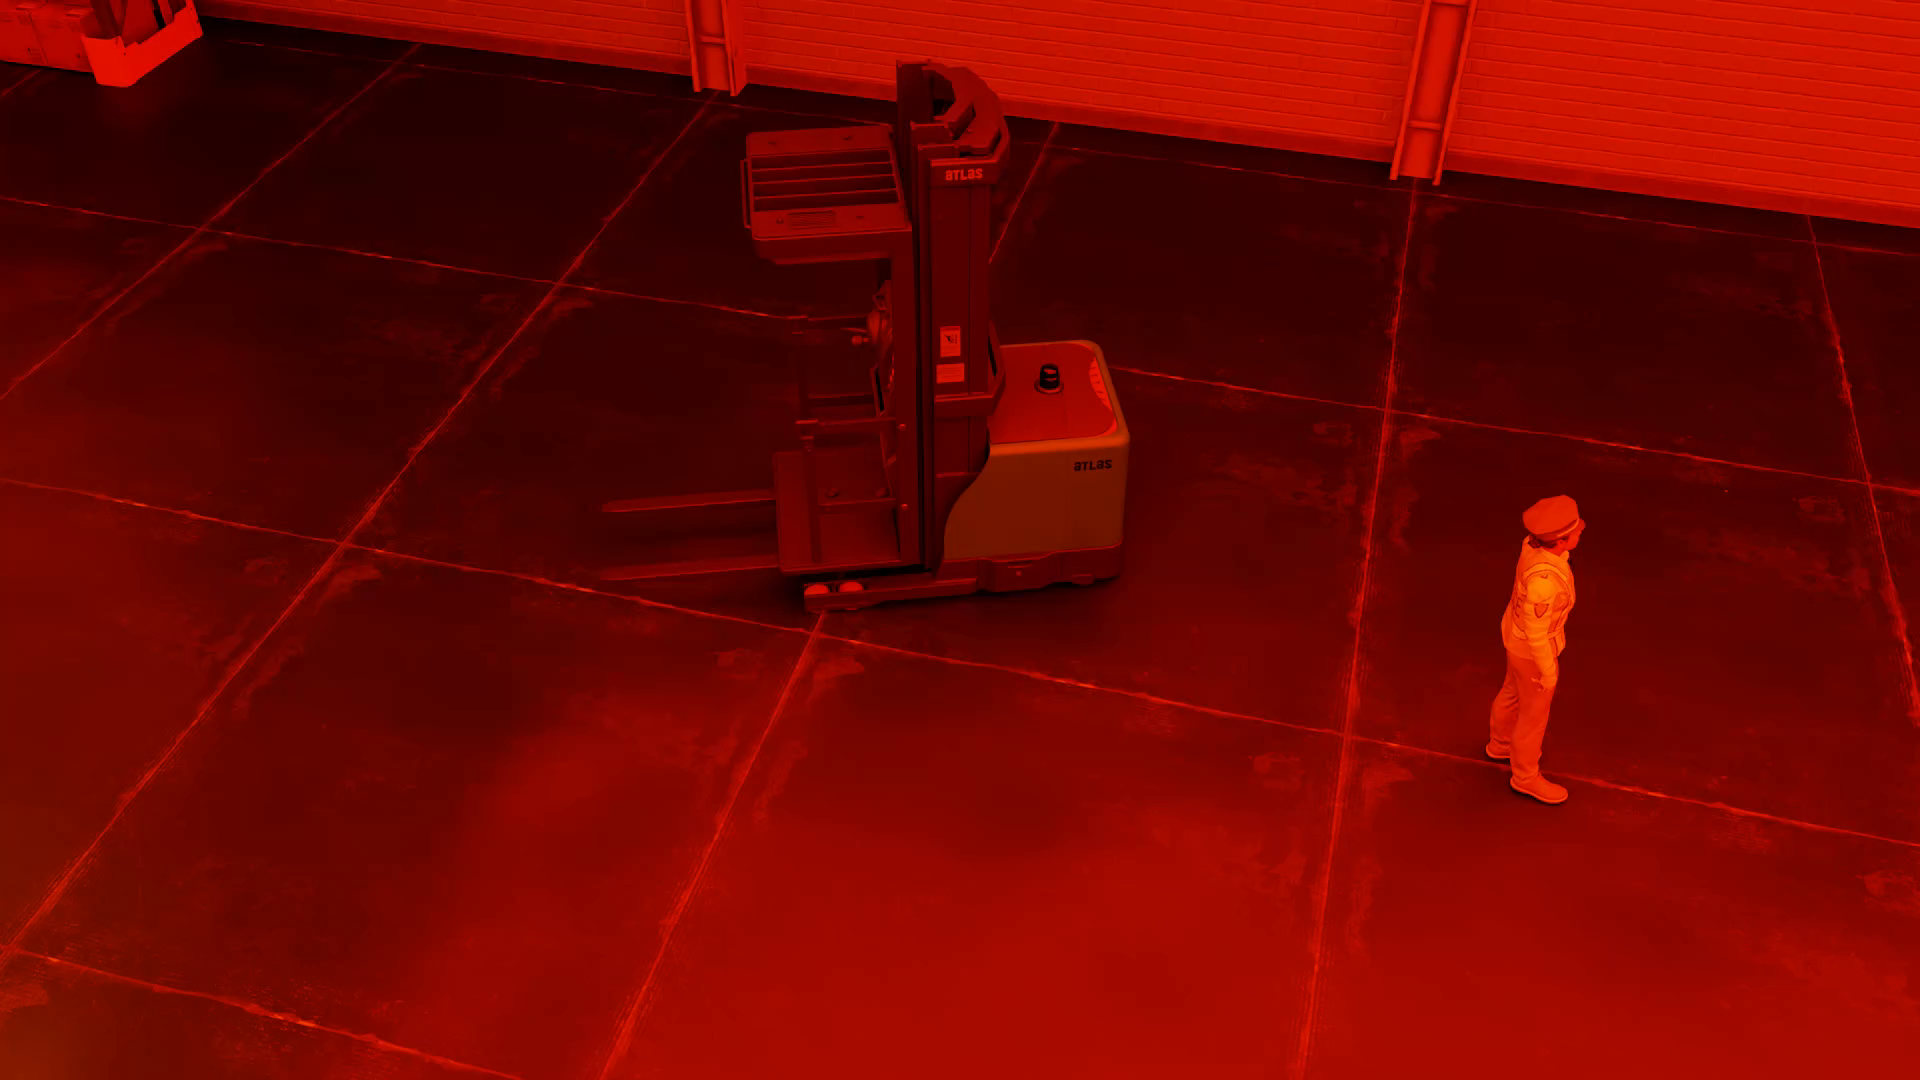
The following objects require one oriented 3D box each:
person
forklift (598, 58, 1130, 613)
[{"bbox_3d":[2.899,0.508,8.209,0.534,1.697,0.588,7,42,8],"label":"person"},{"bbox_3d":[-0.604,-1.052,9.062,3.031,2.935,1.130,-5,41,-5],"label":"forklift"}]
